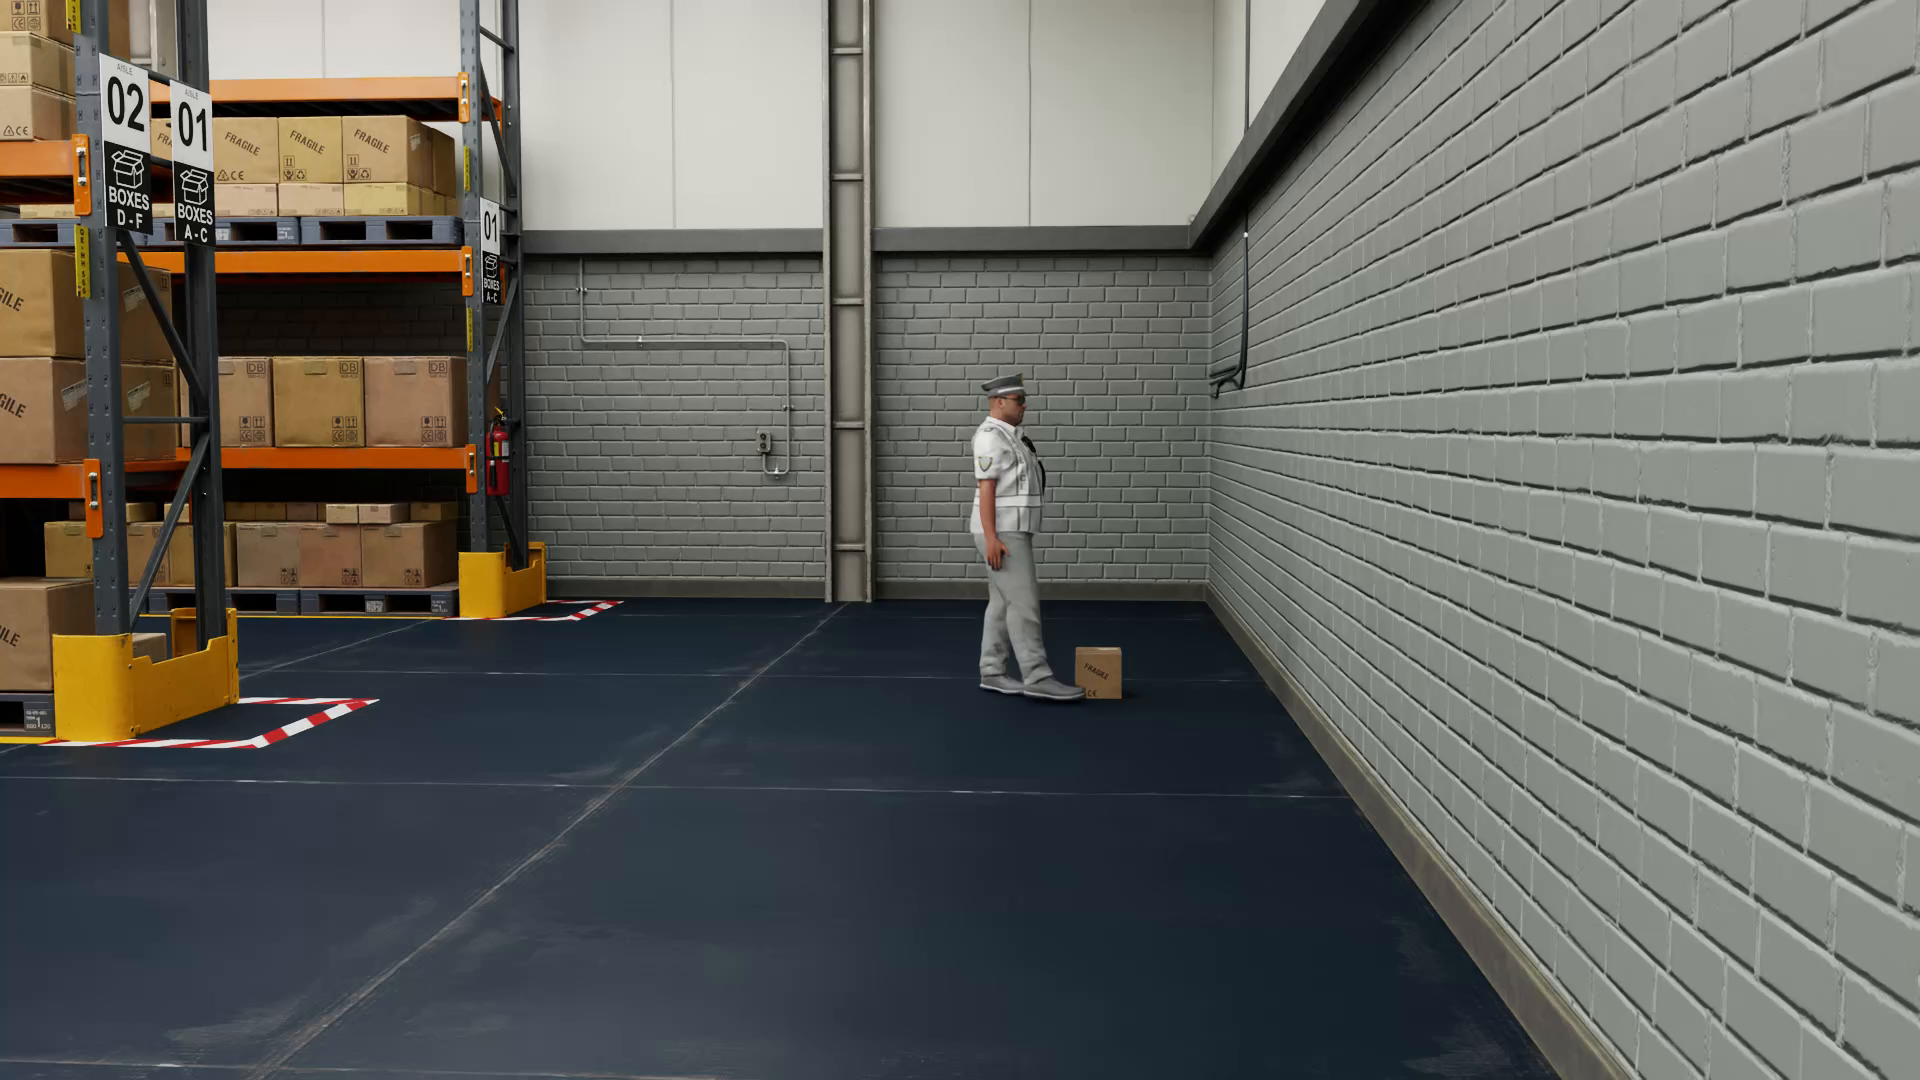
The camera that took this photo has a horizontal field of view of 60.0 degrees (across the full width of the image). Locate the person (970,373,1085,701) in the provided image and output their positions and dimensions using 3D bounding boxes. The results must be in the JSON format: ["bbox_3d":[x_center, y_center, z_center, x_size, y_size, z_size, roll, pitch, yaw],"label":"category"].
[{"bbox_3d":[0.385,-0.029,9.065,0.655,1.759,0.544,1,4,13],"label":"person"}]
